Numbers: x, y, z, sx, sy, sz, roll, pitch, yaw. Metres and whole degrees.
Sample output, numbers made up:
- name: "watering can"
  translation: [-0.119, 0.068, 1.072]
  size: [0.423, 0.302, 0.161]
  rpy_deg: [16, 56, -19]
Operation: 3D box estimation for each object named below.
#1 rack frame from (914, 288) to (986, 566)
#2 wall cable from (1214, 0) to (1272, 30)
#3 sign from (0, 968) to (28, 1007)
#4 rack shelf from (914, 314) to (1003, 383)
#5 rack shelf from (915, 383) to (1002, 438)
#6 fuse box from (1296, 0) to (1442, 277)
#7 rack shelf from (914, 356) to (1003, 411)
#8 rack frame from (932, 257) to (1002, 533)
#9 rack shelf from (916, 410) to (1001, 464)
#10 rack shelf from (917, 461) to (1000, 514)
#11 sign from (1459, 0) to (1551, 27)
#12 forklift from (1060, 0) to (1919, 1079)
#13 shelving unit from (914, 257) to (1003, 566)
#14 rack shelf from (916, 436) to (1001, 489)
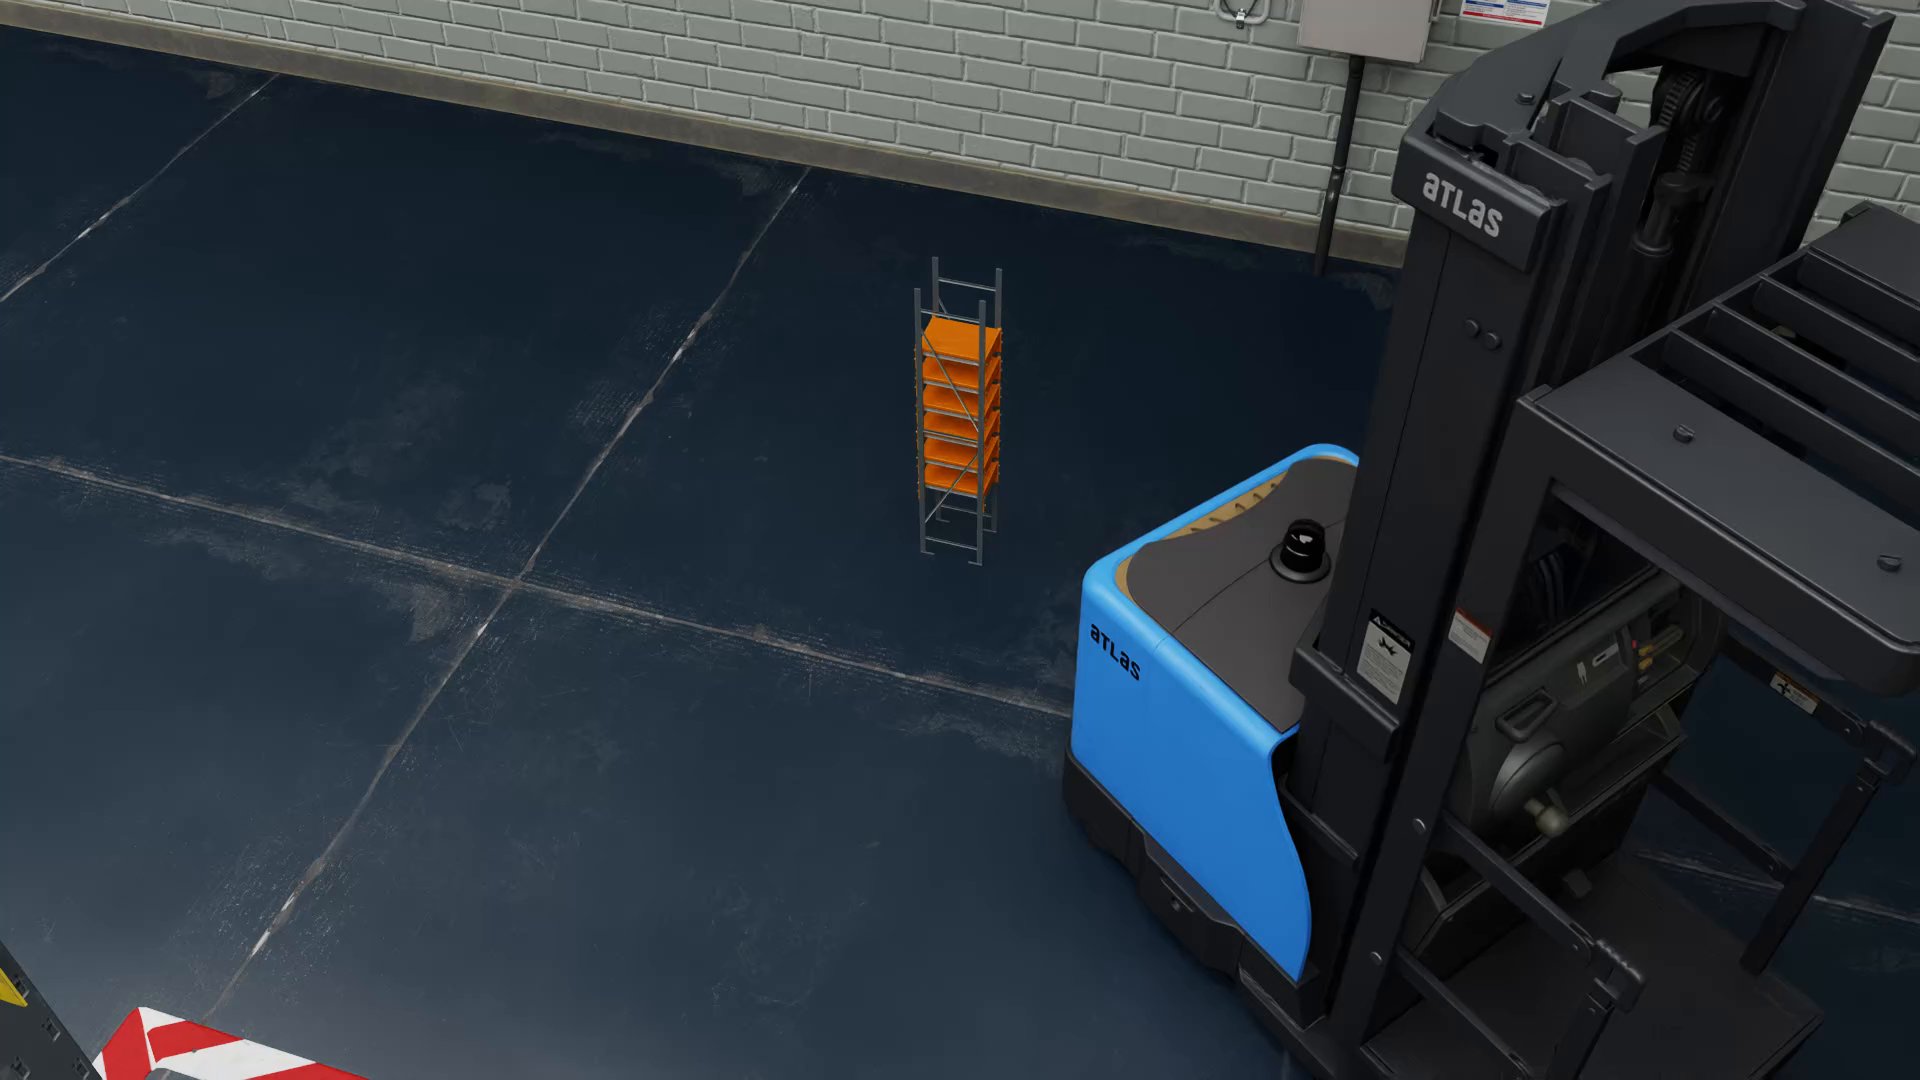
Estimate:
- name: "rack frame"
  translation: [-0.032, -0.358, 5.758]
  size: [0.240, 1.200, 0.006]
  rpy_deg: [13, 46, 12]
- name: "wall cable"
  translation: [1.024, -2.858, 6.299]
  size: [0.588, 1.984, 0.122]
  rpy_deg: [13, 46, 13]
- name: "sign"
  translation: [-1.504, 0.602, 2.493]
  size: [0.100, 0.325, 0.005]
  rpy_deg: [13, 46, 13]
- name: "rack shelf"
  translation: [-0.004, -0.645, 5.600]
  size: [0.258, 0.103, 0.180]
  rpy_deg: [13, 46, 12]
- name: "rack shelf"
  translation: [-0.004, -0.473, 5.768]
  size: [0.258, 0.103, 0.180]
  rpy_deg: [13, 46, 12]
- name: "fuse box"
  translation: [1.627, -1.785, 6.850]
  size: [0.539, 1.711, 0.414]
  rpy_deg: [13, 46, 13]
- name: "rack shelf"
  translation: [-0.004, -0.559, 5.684]
  size: [0.258, 0.103, 0.180]
  rpy_deg: [13, 46, 12]
- name: "rack frame"
  translation: [0.023, -0.480, 5.883]
  size: [0.240, 1.200, 0.006]
  rpy_deg: [13, 46, 12]
- name: "rack shelf"
  translation: [-0.004, -0.387, 5.852]
  size: [0.258, 0.103, 0.180]
  rpy_deg: [13, 46, 12]
- name: "rack shelf"
  translation: [-0.004, -0.216, 6.019]
  size: [0.258, 0.103, 0.180]
  rpy_deg: [13, 46, 12]
- name: "sign"
  translation: [2.160, -2.245, 6.467]
  size: [0.329, 0.494, 0.001]
  rpy_deg: [13, 46, 13]
- name: "forklift"
  translation: [1.599, 0.428, 3.717]
  size: [1.130, 2.935, 3.031]
  rpy_deg: [-27, 51, -25]
- name: "shelving unit"
  translation: [-0.004, -0.419, 5.821]
  size: [0.258, 1.200, 0.189]
  rpy_deg: [13, 46, 12]
- name: "rack shelf"
  translation: [-0.004, -0.302, 5.936]
  size: [0.258, 0.103, 0.180]
  rpy_deg: [13, 46, 12]
